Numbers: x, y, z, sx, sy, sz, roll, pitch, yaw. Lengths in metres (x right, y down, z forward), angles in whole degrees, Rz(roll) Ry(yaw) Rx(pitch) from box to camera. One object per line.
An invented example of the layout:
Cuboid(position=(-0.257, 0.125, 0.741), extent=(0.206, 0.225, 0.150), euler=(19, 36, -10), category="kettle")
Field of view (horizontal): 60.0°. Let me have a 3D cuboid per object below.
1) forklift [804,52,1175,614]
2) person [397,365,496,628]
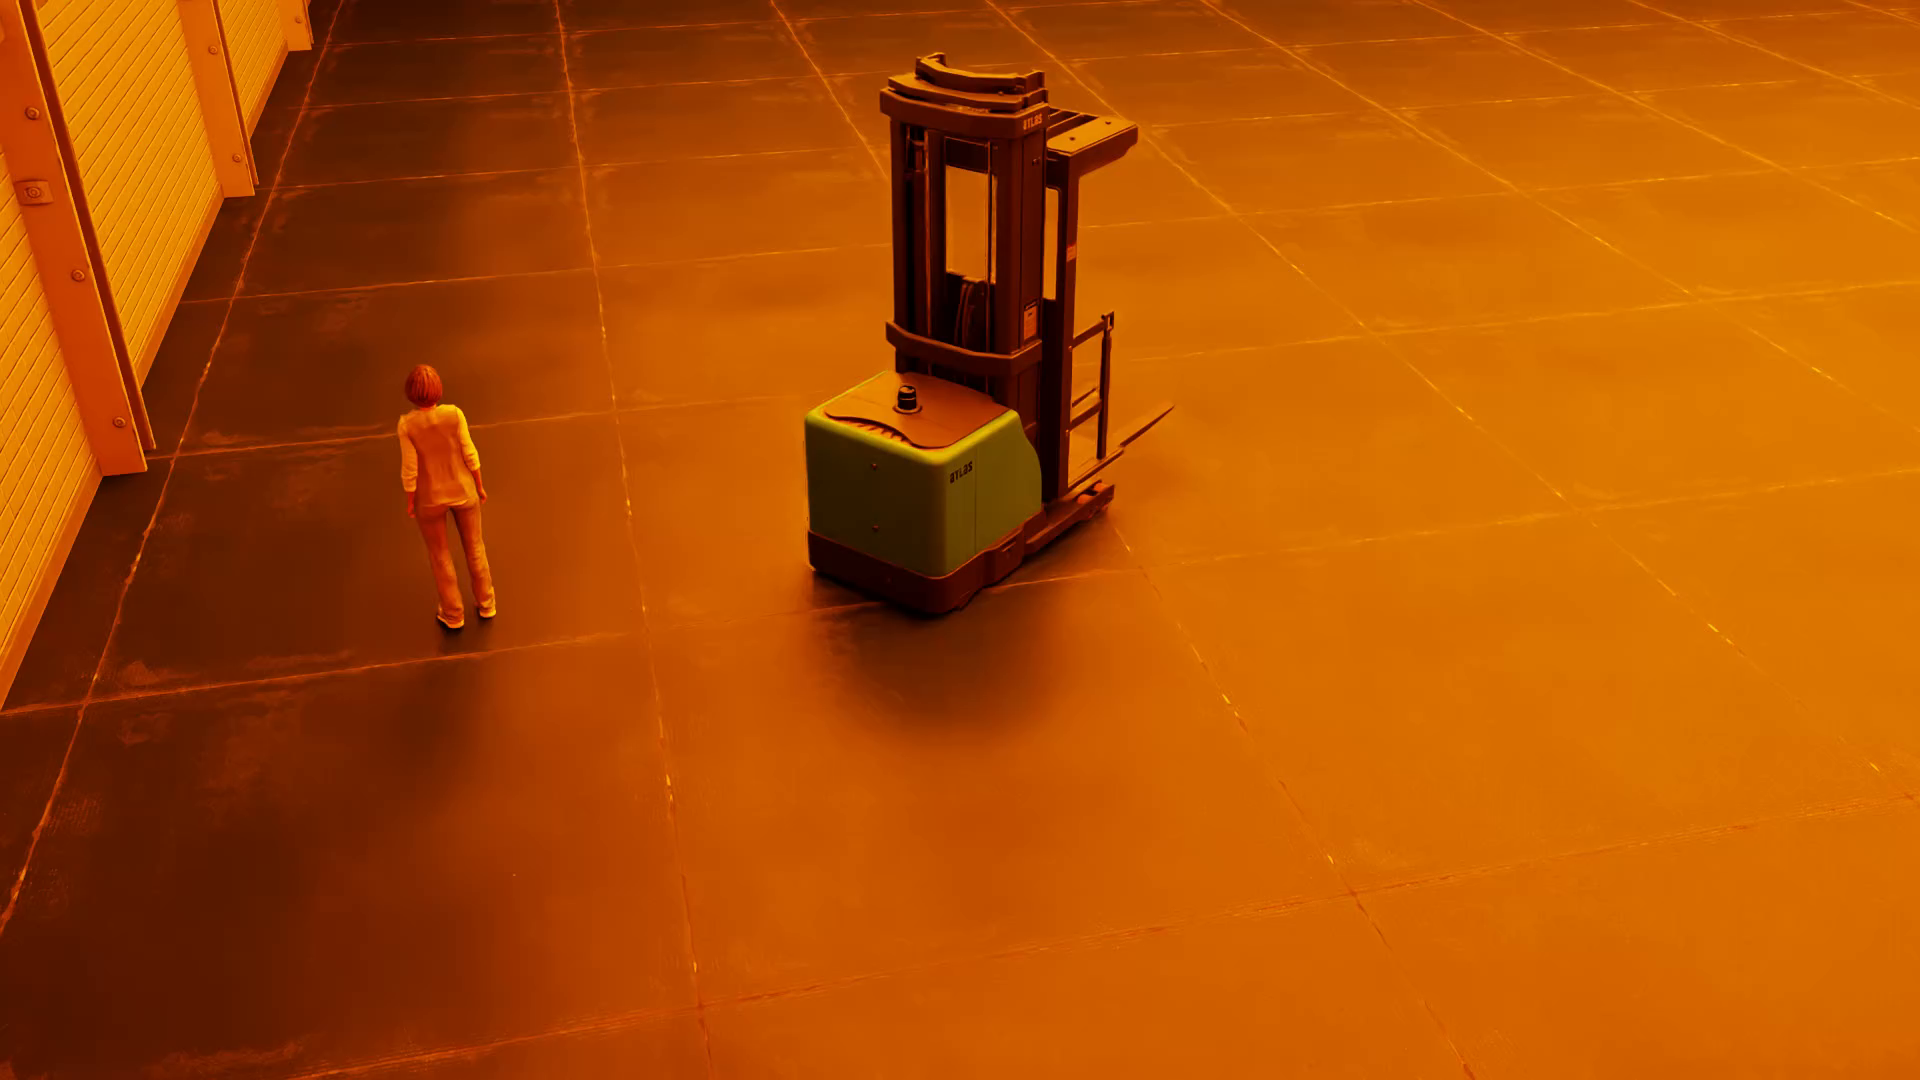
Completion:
Cuboid(position=(0.352, -1.525, 10.209), extent=(1.130, 2.935, 3.031), euler=(20, 36, 31), category="forklift")
Cuboid(position=(-2.889, -0.248, 9.332), extent=(0.444, 1.602, 0.329), euler=(-14, 33, -23), category="person")
